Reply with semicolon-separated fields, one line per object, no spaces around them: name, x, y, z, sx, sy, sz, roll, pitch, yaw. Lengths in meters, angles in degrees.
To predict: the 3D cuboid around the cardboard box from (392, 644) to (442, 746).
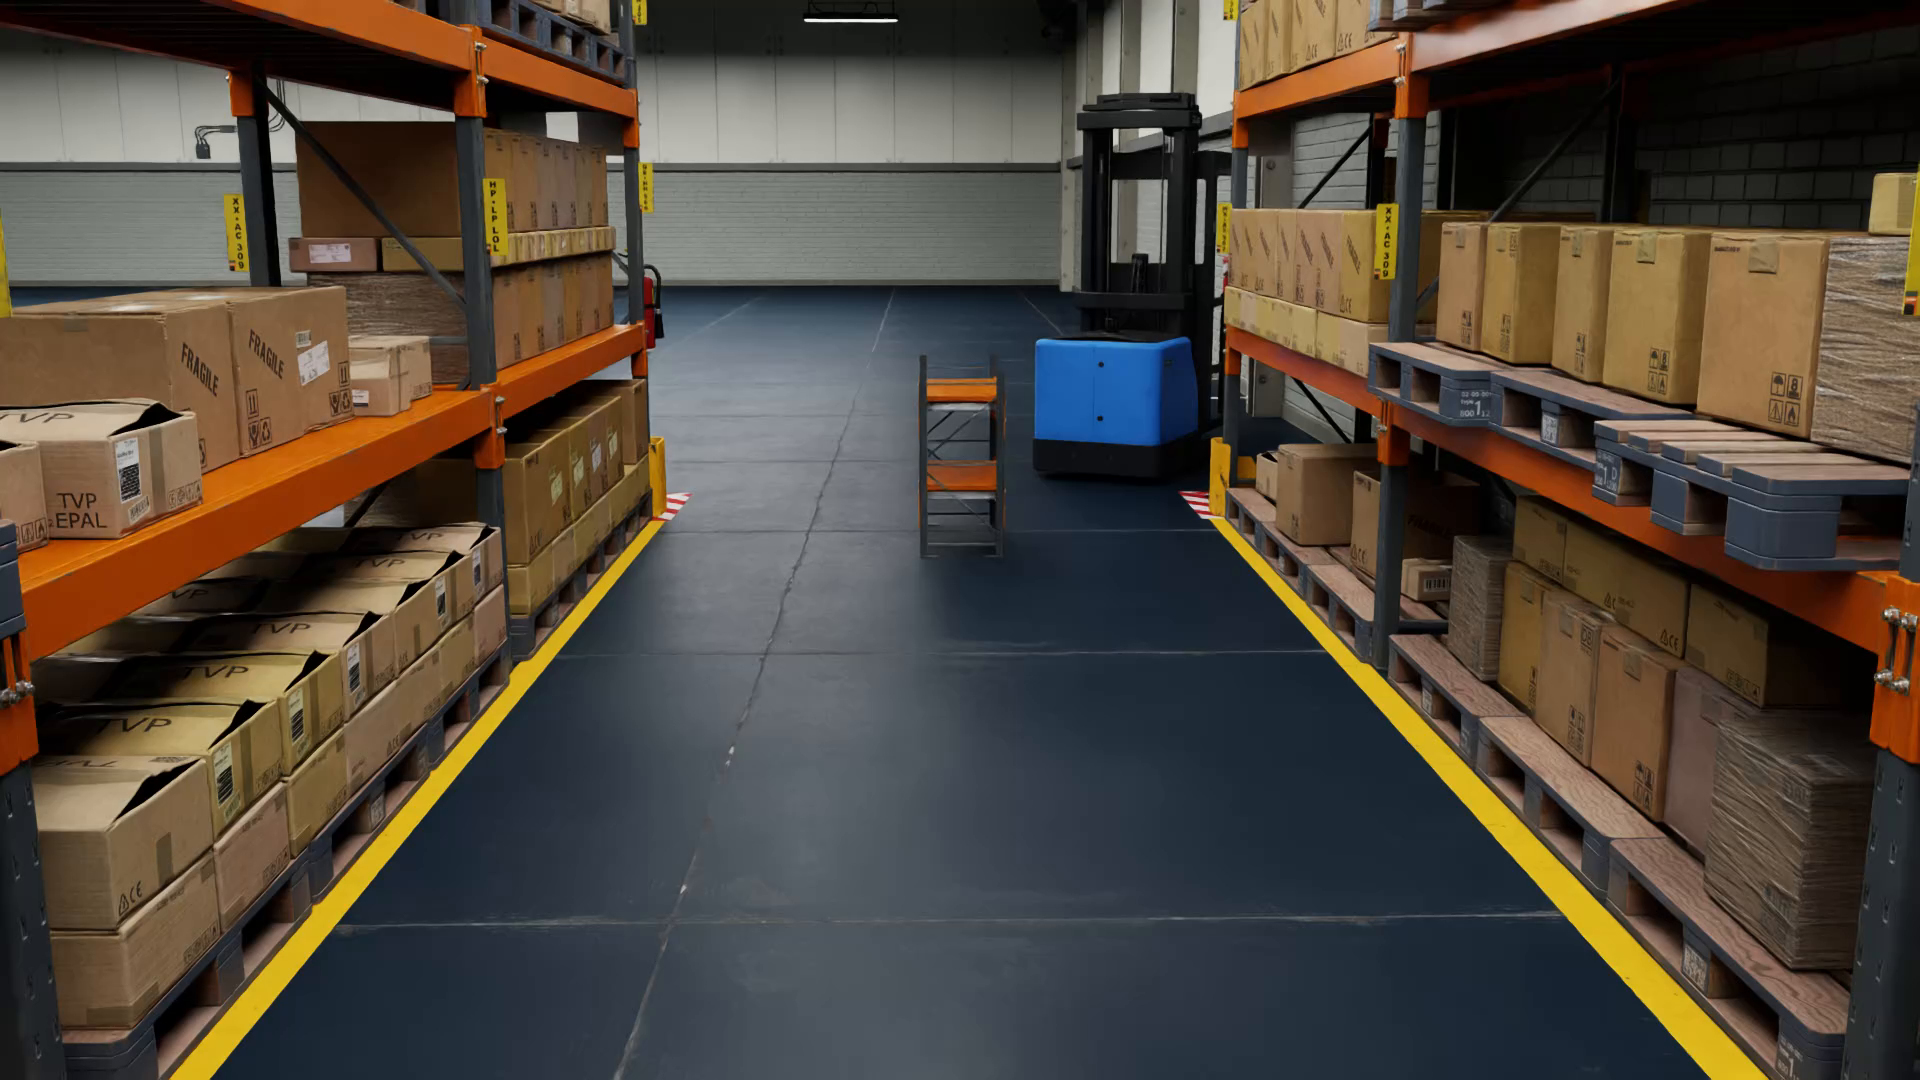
cardboard box;-2.229;0.565;6.091;0.500;0.250;0.500;0;11;0

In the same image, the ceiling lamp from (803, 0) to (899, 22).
ceiling lamp;-2.297;-12.517;34.943;2.000;3.185;0.800;0;11;-1

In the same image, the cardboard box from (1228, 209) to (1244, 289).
cardboard box;2.032;-1.884;10.744;0.500;0.500;0.500;0;11;-1

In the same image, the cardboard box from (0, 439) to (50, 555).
cardboard box;-2.428;-0.094;3.703;0.500;0.311;0.500;0;11;2

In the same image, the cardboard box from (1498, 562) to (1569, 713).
cardboard box;2.498;0.377;6.339;0.700;0.500;0.500;0;11;-2

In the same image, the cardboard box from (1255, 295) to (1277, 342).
cardboard box;2.045;-1.310;9.800;0.500;0.250;0.500;0;11;-2

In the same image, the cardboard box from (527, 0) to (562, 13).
cardboard box;-2.455;-2.983;8.508;0.797;0.503;0.637;1;12;5

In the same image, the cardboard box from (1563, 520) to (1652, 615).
cardboard box;2.464;0.097;5.829;0.500;0.250;0.500;-1;11;-3

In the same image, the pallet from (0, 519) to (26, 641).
pallet;-2.380;0.163;2.693;1.213;0.211;1.003;0;11;-1

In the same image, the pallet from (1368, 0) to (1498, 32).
pallet;2.312;-2.136;6.474;1.213;0.211;1.003;0;11;-1

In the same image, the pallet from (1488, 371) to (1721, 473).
pallet;2.406;-0.386;5.399;1.003;0.211;1.213;0;11;-1

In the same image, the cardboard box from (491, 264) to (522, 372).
cardboard box;-2.580;-1.103;8.198;0.700;0.500;0.500;0;11;-2

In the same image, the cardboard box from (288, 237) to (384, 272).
cardboard box;-2.767;-1.281;7.444;0.380;0.149;0.250;0;11;-1

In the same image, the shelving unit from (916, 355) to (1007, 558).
shelving unit;0.000;-0.550;10.441;0.538;1.125;1.048;0;11;-1

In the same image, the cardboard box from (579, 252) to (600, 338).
cardboard box;-2.617;-1.507;10.194;0.700;0.500;0.500;0;11;0

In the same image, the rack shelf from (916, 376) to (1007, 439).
rack shelf;0.000;-0.837;10.382;0.538;0.278;1.000;0;11;-1

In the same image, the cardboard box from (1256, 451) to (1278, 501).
cardboard box;2.247;-0.437;10.824;0.500;0.311;0.500;-2;12;-8

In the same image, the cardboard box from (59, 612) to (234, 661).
cardboard box;-2.754;0.395;5.516;0.500;0.311;0.500;0;11;0

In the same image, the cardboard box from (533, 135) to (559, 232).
cardboard box;-2.594;-1.933;9.027;0.700;0.500;0.500;0;11;-1

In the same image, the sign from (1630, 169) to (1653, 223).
sign;2.960;-1.452;7.260;0.100;0.325;0.005;0;11;-1

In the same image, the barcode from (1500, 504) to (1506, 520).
barcode;2.634;-0.137;8.067;0.001;0.075;0.075;0;11;-1

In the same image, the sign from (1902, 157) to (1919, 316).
sign;1.946;-0.611;3.314;0.100;0.325;0.005;0;11;-1

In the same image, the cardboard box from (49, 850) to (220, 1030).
cardboard box;-2.182;0.971;4.088;0.500;0.250;0.500;0;11;-1

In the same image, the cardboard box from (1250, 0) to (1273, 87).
cardboard box;2.055;-3.031;10.110;0.500;0.500;0.500;1;11;3

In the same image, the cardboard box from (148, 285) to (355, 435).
cardboard box;-2.537;-0.652;5.977;0.500;0.500;0.500;1;11;3

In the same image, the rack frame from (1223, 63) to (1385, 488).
rack frame;2.323;-1.677;11.280;1.000;3.000;0.127;0;11;-1

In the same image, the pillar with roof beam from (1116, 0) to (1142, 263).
pillar with roof beam;-1.474;-8.042;27.565;9.100;9.000;0.400;0;11;-1

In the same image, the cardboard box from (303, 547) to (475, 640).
cardboard box;-2.235;0.189;6.532;0.500;0.311;0.500;0;11;0

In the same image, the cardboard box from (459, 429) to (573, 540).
cardboard box;-2.262;-0.279;8.364;0.500;0.500;0.500;0;11;-1

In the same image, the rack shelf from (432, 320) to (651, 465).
rack shelf;-2.588;-0.906;9.288;1.077;0.370;4.000;0;11;-1

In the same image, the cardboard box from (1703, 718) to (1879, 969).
cardboard box;2.421;0.780;4.350;0.700;0.500;0.500;0;11;0

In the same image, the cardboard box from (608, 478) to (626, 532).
cardboard box;-2.289;-0.210;9.908;0.500;0.250;0.500;0;11;-1

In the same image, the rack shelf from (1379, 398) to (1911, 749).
rack shelf;2.447;-0.131;5.472;1.077;0.370;4.000;0;11;-1

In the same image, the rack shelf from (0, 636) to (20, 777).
rack shelf;-2.423;0.685;1.449;1.077;0.370;4.000;0;11;-1

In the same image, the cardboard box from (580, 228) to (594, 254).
cardboard box;-2.416;-1.795;9.977;0.380;0.149;0.250;0;11;0

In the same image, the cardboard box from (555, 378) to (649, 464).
cardboard box;-2.321;-0.776;10.813;0.500;0.500;0.500;0;11;-1

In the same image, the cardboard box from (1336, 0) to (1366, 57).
cardboard box;2.150;-2.610;8.036;0.500;0.500;0.500;-1;12;-6

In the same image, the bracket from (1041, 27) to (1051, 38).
bracket;2.170;-12.761;41.773;0.235;0.232;0.430;0;11;-1

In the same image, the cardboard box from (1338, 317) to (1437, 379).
cardboard box;2.093;-0.911;7.831;0.500;0.250;0.500;0;11;-1

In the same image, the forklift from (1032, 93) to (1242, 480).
forklift;1.638;-2.146;13.765;1.130;2.935;3.031;5;13;24

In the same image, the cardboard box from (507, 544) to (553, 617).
cardboard box;-2.253;0.188;7.949;0.500;0.250;0.500;0;11;-1

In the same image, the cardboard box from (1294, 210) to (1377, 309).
cardboard box;2.071;-1.477;8.738;0.500;0.500;0.500;-1;11;-3

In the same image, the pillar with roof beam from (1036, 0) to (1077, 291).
pillar with roof beam;-1.722;-10.427;39.322;9.100;9.000;0.548;0;11;-1

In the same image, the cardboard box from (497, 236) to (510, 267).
cardboard box;-2.371;-1.383;7.948;0.380;0.149;0.250;-1;11;-3

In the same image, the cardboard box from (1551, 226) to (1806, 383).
cardboard box;2.431;-0.803;5.615;0.700;0.500;0.500;1;12;7

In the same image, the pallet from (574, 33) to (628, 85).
pallet;-2.641;-2.942;10.193;1.003;0.211;1.213;0;11;-1

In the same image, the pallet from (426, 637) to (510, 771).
pallet;-2.493;0.652;6.813;1.003;0.211;1.213;0;11;-1

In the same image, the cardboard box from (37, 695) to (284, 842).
cardboard box;-2.201;0.592;4.547;0.500;0.311;0.500;-1;11;-3

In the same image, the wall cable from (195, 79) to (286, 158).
wall cable;-18.158;-12.609;41.524;2.305;6.003;0.169;0;11;-1

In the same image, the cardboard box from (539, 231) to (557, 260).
cardboard box;-2.395;-1.590;8.967;0.380;0.149;0.250;0;11;-2
